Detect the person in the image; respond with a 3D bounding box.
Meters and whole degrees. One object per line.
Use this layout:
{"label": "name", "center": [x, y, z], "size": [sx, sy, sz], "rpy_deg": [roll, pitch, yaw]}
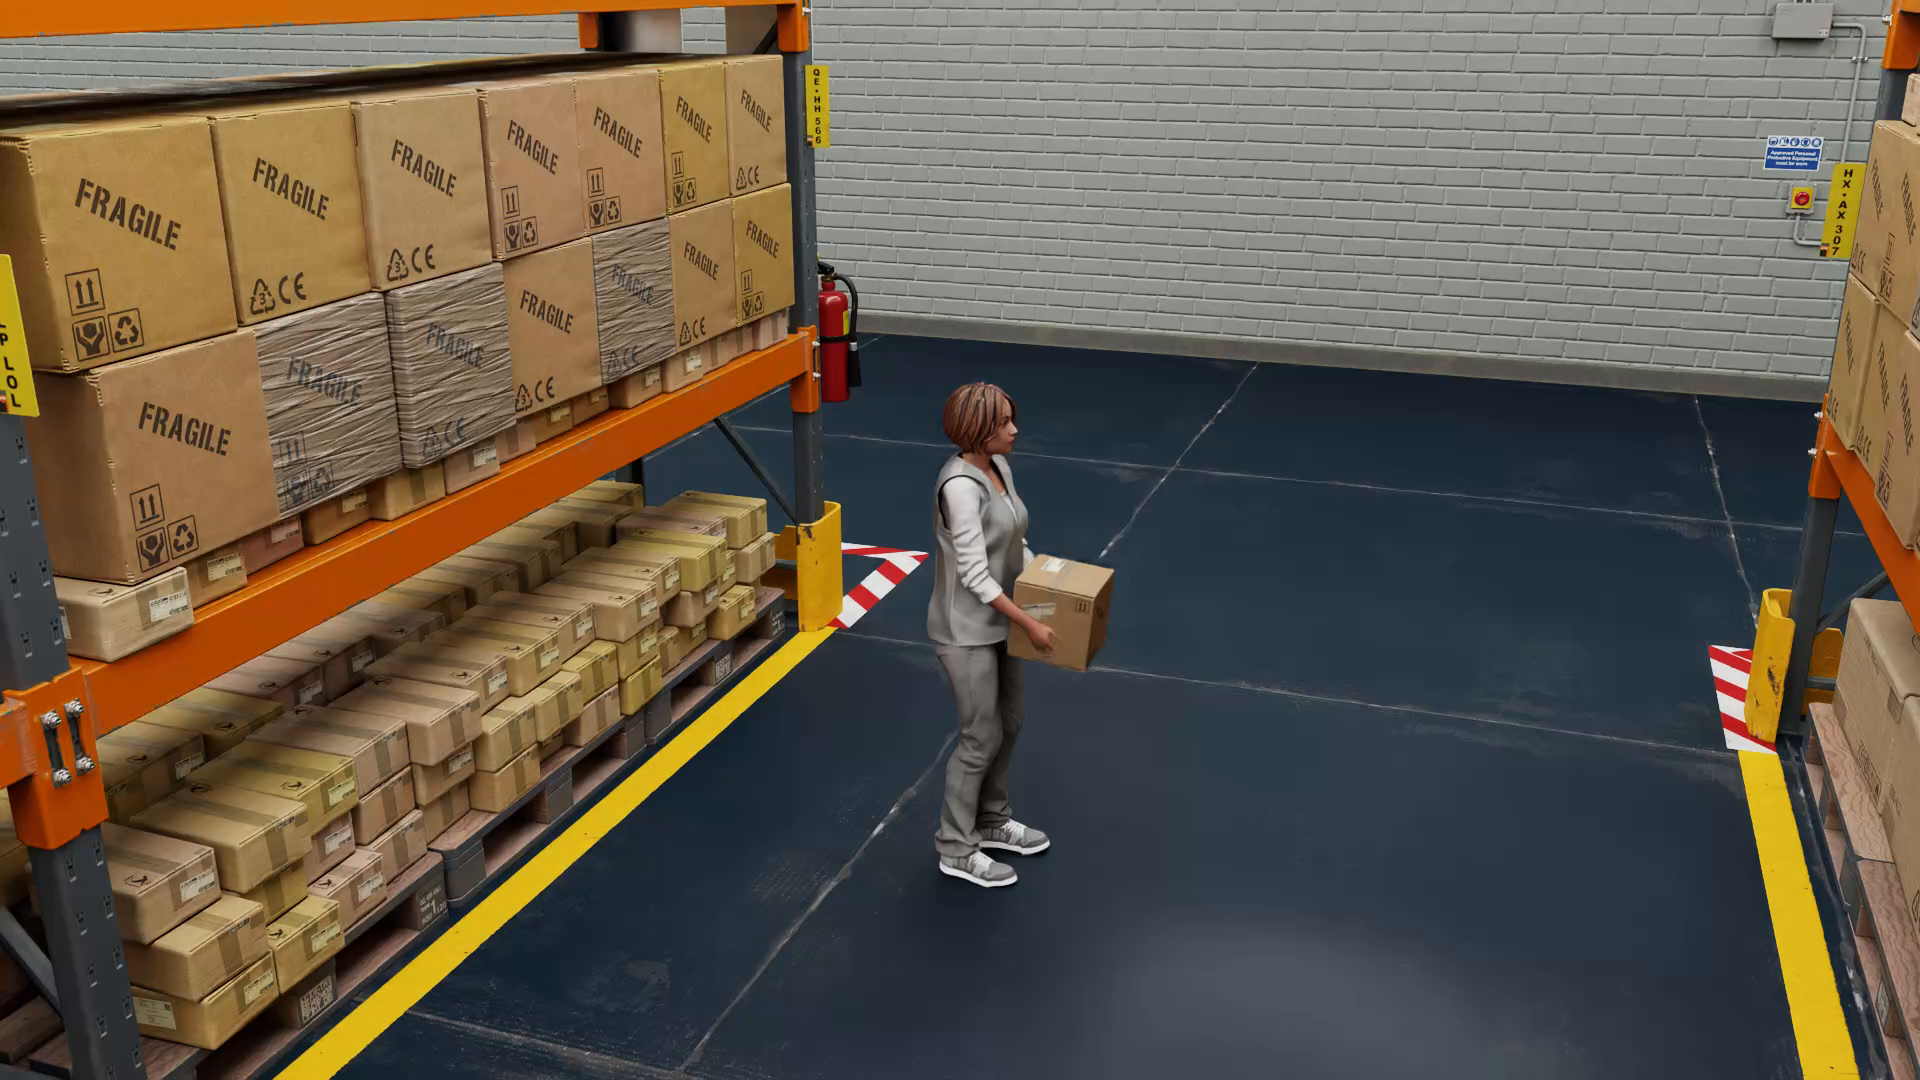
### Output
{"label": "person", "center": [0.133, 0.301, 5.212], "size": [0.461, 1.587, 0.440], "rpy_deg": [6, 20, 18]}
